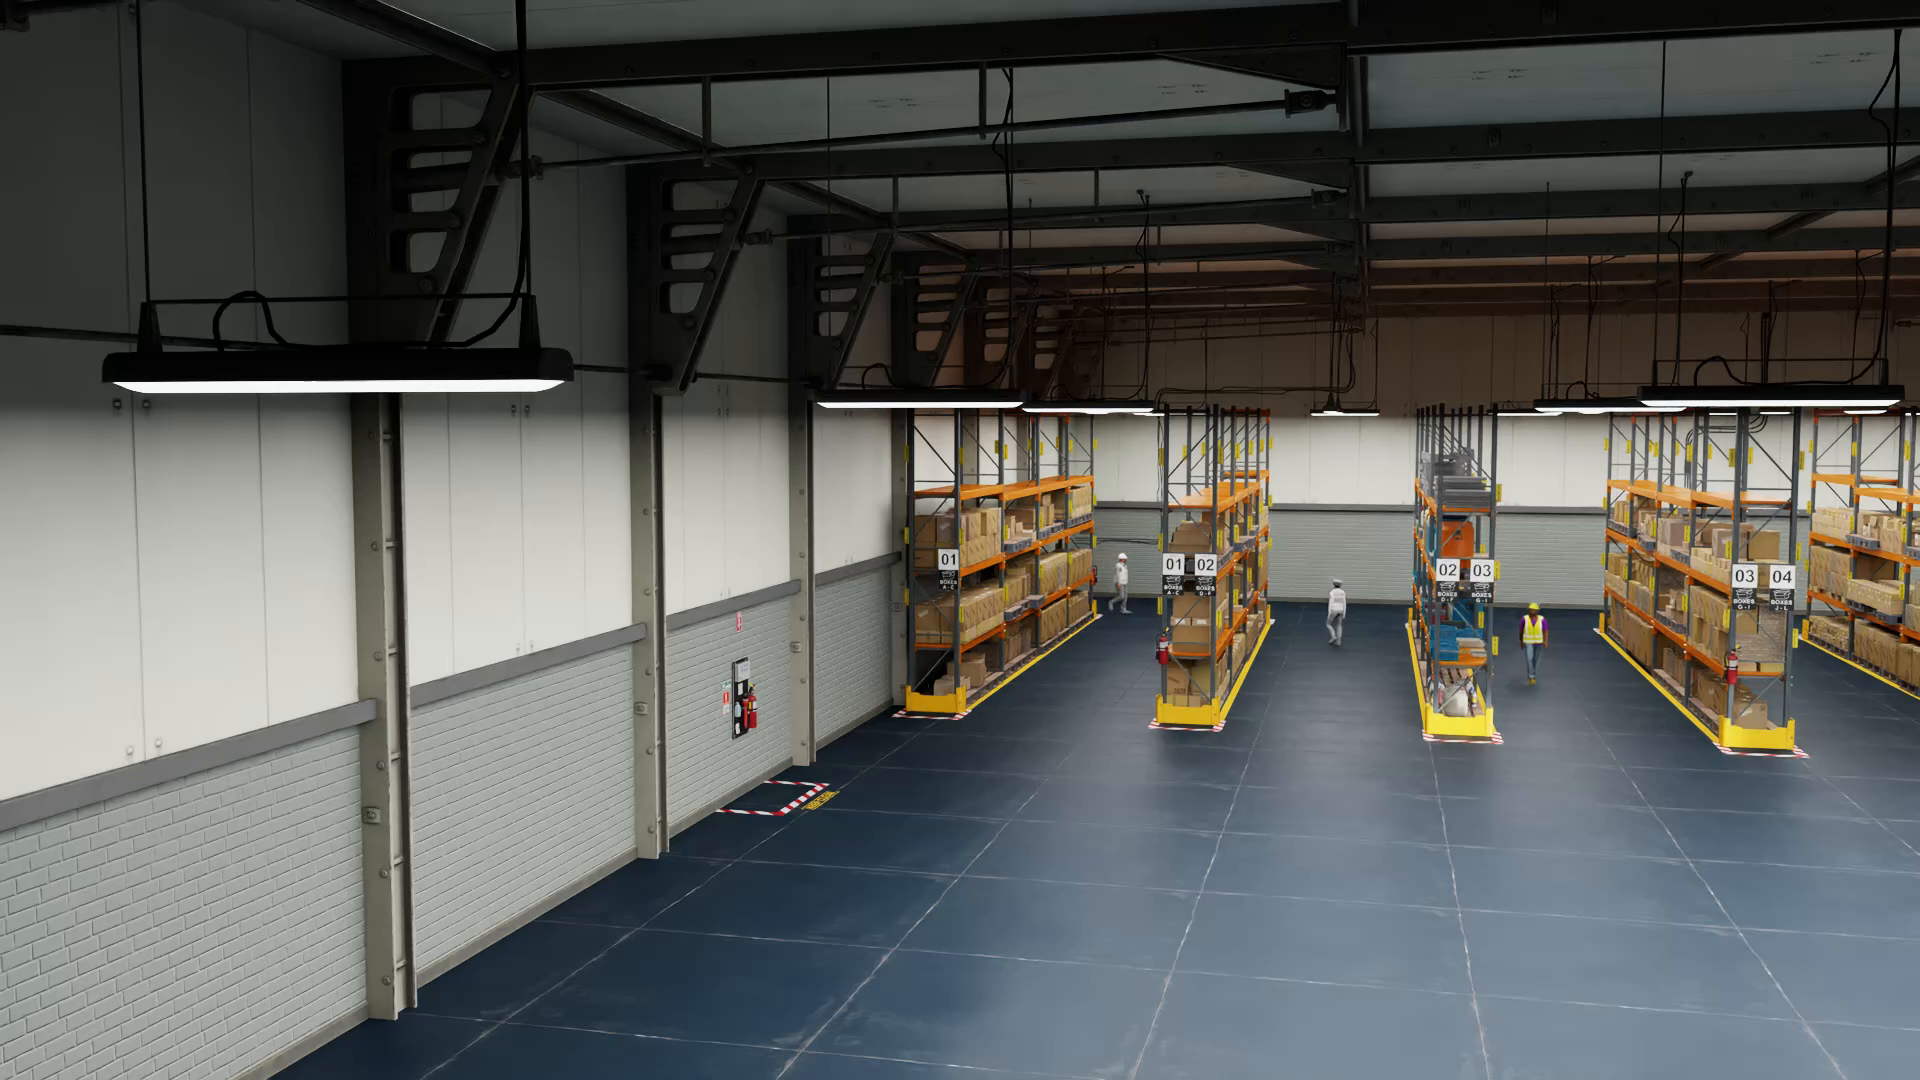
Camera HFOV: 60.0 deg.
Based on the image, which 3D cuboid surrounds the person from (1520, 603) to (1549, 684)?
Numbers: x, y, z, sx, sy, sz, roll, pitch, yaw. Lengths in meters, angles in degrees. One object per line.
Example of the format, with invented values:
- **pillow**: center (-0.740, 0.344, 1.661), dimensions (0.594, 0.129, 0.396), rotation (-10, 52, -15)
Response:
- **person**: center (12.442, 2.216, 35.944), dimensions (0.528, 1.698, 1.047), rotation (0, 4, 1)

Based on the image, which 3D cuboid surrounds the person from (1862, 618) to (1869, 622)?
- **person**: center (25.042, 1.532, 45.585), dimensions (1.070, 1.746, 0.549), rotation (0, 4, -3)

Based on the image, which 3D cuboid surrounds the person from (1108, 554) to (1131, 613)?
- **person**: center (4.694, 1.276, 48.822), dimensions (0.619, 1.764, 0.577), rotation (2, 5, 30)

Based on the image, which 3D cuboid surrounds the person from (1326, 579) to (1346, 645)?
- **person**: center (9.531, 1.825, 42.021), dimensions (0.526, 1.681, 0.433), rotation (-2, 4, -20)
